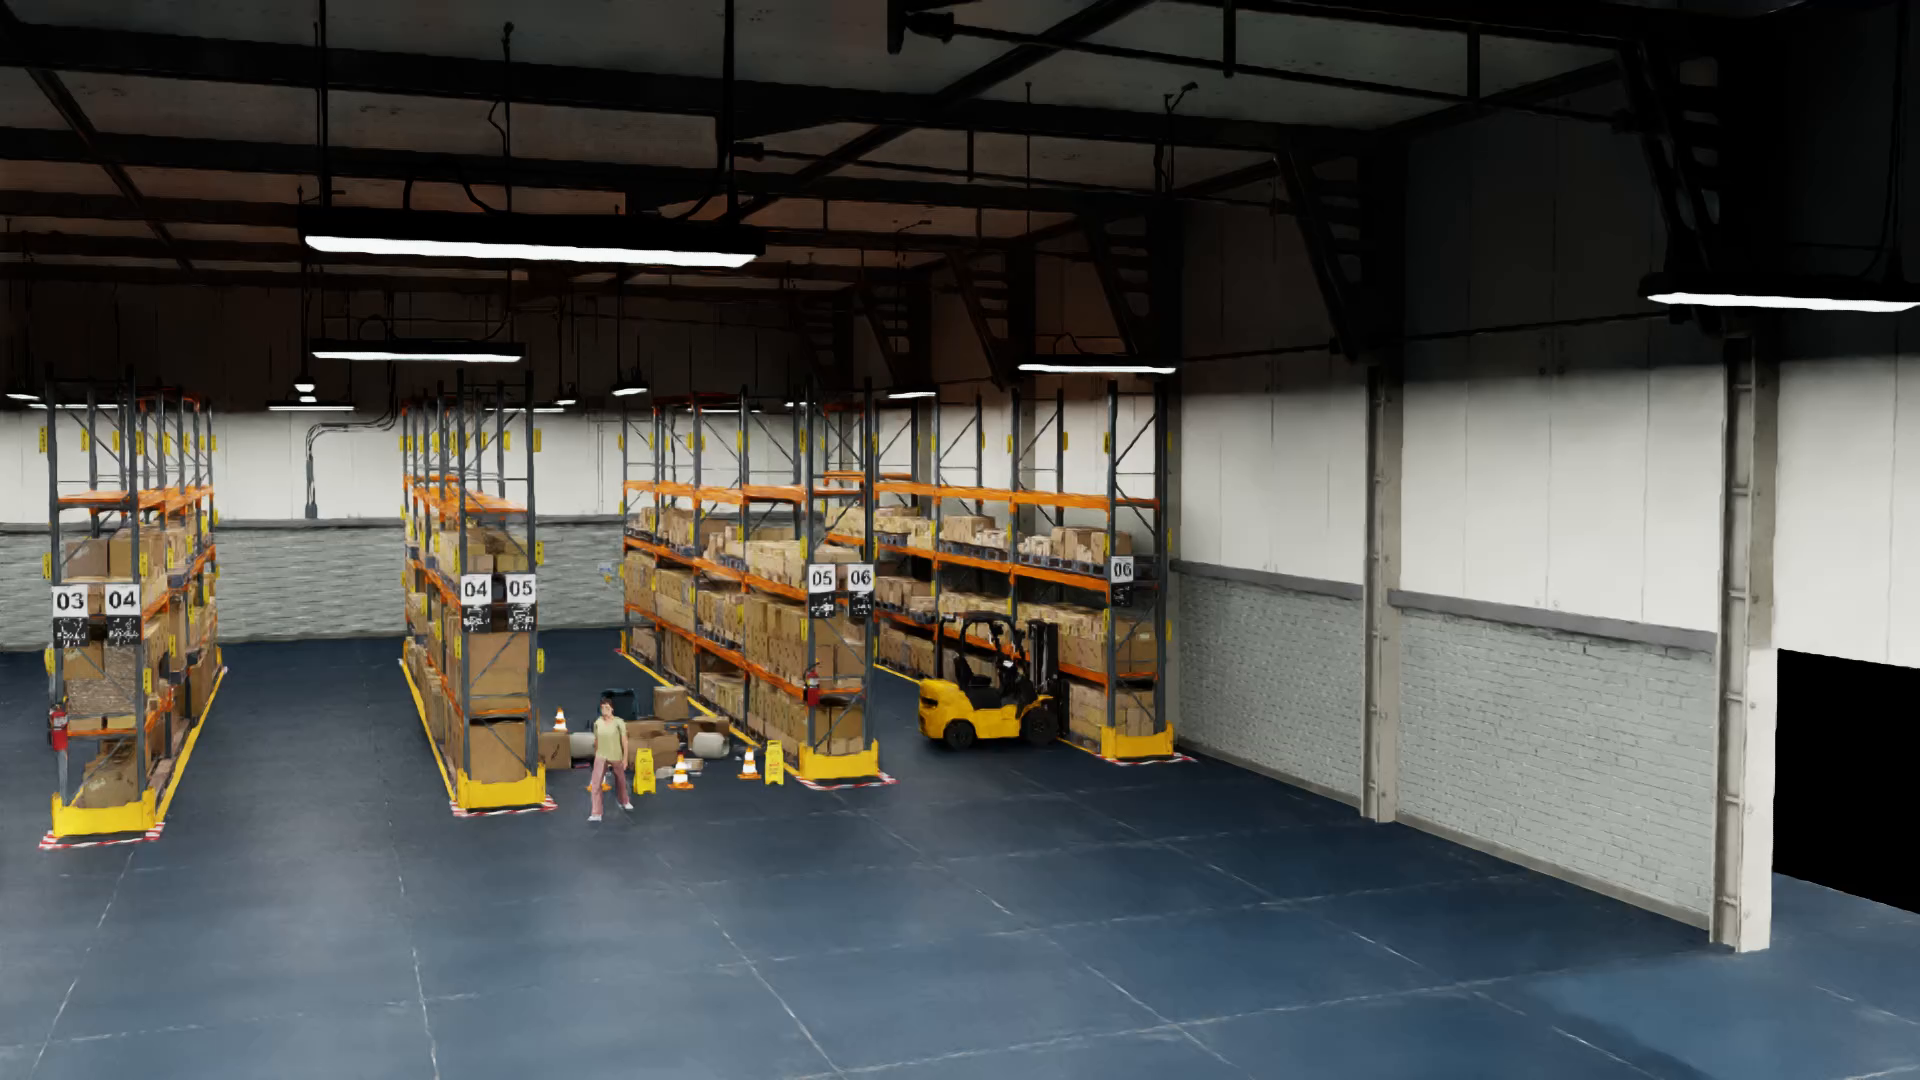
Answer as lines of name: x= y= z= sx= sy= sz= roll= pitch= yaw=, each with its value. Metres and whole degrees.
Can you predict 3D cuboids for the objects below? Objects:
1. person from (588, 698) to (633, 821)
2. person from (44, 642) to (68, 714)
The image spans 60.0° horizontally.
person: x=-4.670 y=2.897 z=22.219 sx=0.479 sy=1.612 sz=0.958 roll=0 pitch=3 yaw=0
person: x=-16.531 y=2.411 z=30.607 sx=0.580 sy=1.617 sz=0.503 roll=-1 pitch=4 yaw=-23
